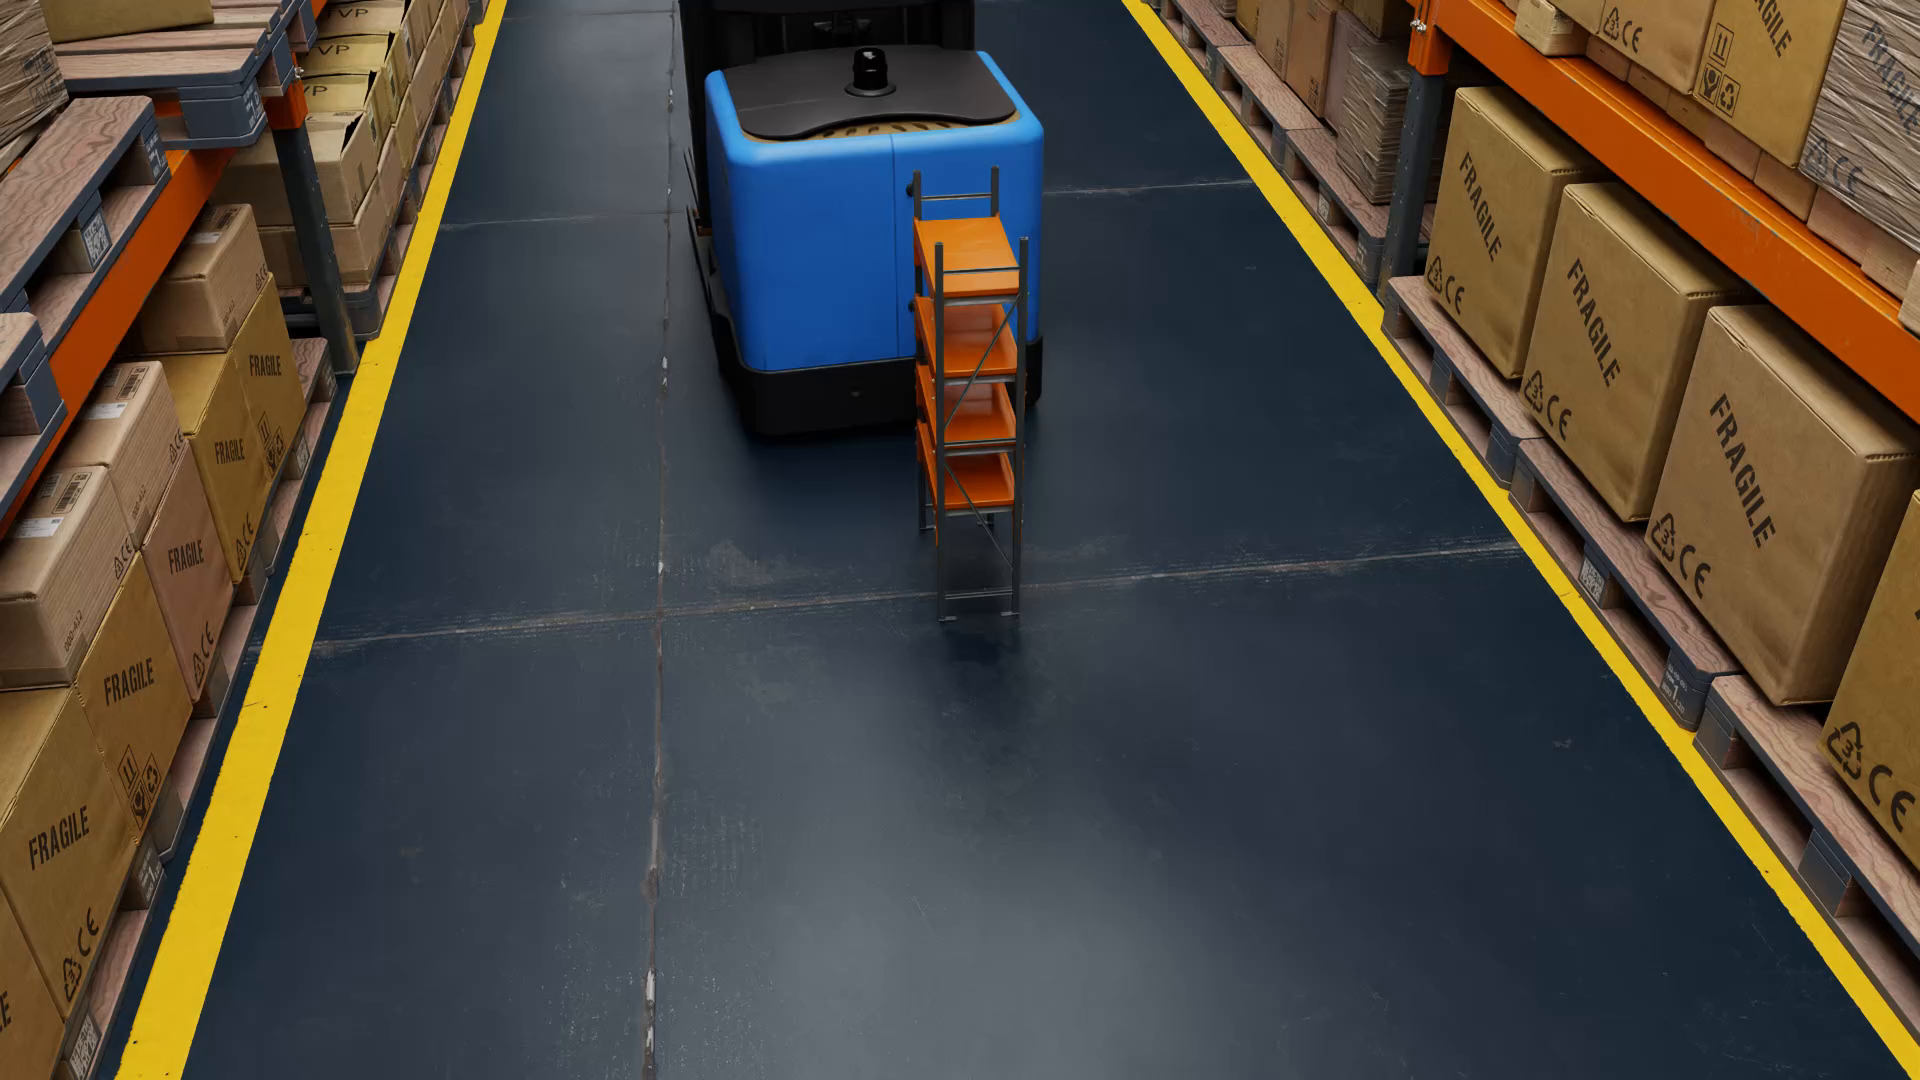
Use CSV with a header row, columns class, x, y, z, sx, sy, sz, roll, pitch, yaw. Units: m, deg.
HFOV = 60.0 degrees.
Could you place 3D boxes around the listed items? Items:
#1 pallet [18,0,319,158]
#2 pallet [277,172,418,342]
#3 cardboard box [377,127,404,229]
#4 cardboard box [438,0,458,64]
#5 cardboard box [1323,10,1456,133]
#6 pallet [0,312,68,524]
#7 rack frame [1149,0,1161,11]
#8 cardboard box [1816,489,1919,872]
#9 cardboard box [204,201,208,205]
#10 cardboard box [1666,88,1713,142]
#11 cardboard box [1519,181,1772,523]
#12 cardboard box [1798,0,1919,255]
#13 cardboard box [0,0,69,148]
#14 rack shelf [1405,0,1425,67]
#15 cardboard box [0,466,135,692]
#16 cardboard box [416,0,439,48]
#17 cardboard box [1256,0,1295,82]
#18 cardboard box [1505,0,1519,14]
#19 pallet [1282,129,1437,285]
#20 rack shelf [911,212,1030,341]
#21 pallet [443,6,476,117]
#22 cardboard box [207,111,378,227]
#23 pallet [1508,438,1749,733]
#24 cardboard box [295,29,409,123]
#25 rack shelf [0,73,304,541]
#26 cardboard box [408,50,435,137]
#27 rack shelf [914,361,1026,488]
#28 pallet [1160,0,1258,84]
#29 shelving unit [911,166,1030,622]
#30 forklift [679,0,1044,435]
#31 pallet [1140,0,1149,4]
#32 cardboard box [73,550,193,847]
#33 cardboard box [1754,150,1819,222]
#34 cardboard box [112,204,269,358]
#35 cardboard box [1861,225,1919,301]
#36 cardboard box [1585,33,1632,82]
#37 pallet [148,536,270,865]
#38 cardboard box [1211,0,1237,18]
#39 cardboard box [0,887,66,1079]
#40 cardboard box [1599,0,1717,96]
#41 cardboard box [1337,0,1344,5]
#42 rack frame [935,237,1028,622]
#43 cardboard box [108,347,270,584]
class,x,y,z,sx,sy,sz,roll,pitch,yaw
pallet,-2.575,-1.387,4.792,1.213,0.211,1.003,-4,35,-6
pallet,-2.808,-1.149,6.748,1.003,0.211,1.213,-4,35,-6
cardboard box,-2.584,-1.471,6.814,0.500,0.250,0.500,-5,35,-8
cardboard box,-2.865,-2.616,8.494,0.500,0.250,0.500,-5,35,-7
cardboard box,2.070,-2.059,7.437,0.700,0.500,0.500,-4,35,-6
pallet,-2.197,0.018,2.730,1.003,0.211,1.213,-4,35,-6
rack frame,1.634,-4.448,9.114,1.000,3.000,0.127,-4,35,-6
cardboard box,2.494,0.378,3.568,0.750,0.750,0.750,-4,34,-6
cardboard box,-3.050,-1.382,6.184,0.500,0.311,0.500,-3,34,-5
cardboard box,2.188,-1.203,4.558,0.380,0.149,0.250,-4,34,-6
cardboard box,2.253,-0.592,4.991,0.750,0.750,0.750,-5,35,-7
cardboard box,2.261,-0.960,3.624,0.500,0.500,0.500,-4,35,-6
cardboard box,-2.606,-1.186,3.865,0.700,0.500,0.500,2,34,3
rack shelf,1.903,-3.035,7.679,1.077,0.370,4.000,-4,35,-6
cardboard box,-2.156,0.088,3.620,0.500,0.250,0.500,-4,35,-6
cardboard box,-2.794,-2.567,7.924,0.500,0.311,0.500,-4,35,-7
cardboard box,1.898,-2.615,8.253,0.700,0.500,0.500,-4,34,-6
cardboard box,2.012,-1.778,5.401,0.380,0.149,0.250,-4,34,-6
pallet,2.069,-1.500,7.264,1.003,0.211,1.213,-4,35,-6
rack shelf,0.022,-0.728,4.555,0.258,0.148,0.480,-4,35,-6
pallet,-3.136,-2.511,8.746,1.003,0.211,1.213,-4,35,-6
cardboard box,-2.515,-1.422,6.244,0.500,0.311,0.500,-3,34,-5
pallet,2.364,0.061,4.973,1.003,0.211,1.213,-4,35,-6
cardboard box,-2.661,-2.000,7.091,0.500,0.311,0.500,-5,35,-8
rack shelf,-2.467,-0.426,3.850,1.077,0.370,4.000,-4,35,-6
cardboard box,-2.728,-2.047,7.659,0.500,0.250,0.500,-4,34,-5
rack shelf,0.022,-0.348,4.814,0.258,0.148,0.480,-4,35,-6
pallet,1.741,-2.862,9.262,1.003,0.211,1.213,-4,35,-6
shelving unit,0.022,-0.403,4.777,0.258,1.200,0.503,-4,35,-6
forklift,-0.541,-2.391,6.156,1.130,2.935,3.031,-7,35,-11
pallet,1.509,-3.668,10.445,1.003,0.211,1.213,-4,35,-6
cardboard box,-2.164,0.380,3.858,0.500,0.500,0.500,-4,34,-6
cardboard box,2.232,-0.917,4.137,0.380,0.149,0.250,-3,34,-5
cardboard box,-2.366,-0.762,4.868,0.500,0.250,0.500,-3,34,-5
cardboard box,2.276,-0.627,3.712,0.380,0.149,0.250,-4,35,-6
cardboard box,2.120,-1.492,4.982,0.380,0.149,0.250,-5,35,-7
pallet,-2.512,0.412,4.458,1.003,0.211,1.213,-4,35,-6
cardboard box,1.750,-3.188,9.093,0.700,0.500,0.500,-3,34,-5
cardboard box,-2.022,0.956,3.013,0.500,0.500,0.500,-6,35,-9
cardboard box,2.111,-1.528,4.458,0.500,0.500,0.500,-5,35,-7
cardboard box,1.935,-2.682,7.685,0.500,0.250,0.500,-5,35,-7
rack frame,0.055,-0.267,4.577,0.240,1.200,0.015,-4,35,-6
cardboard box,-2.308,-0.195,4.701,0.500,0.500,0.500,-6,35,-8
